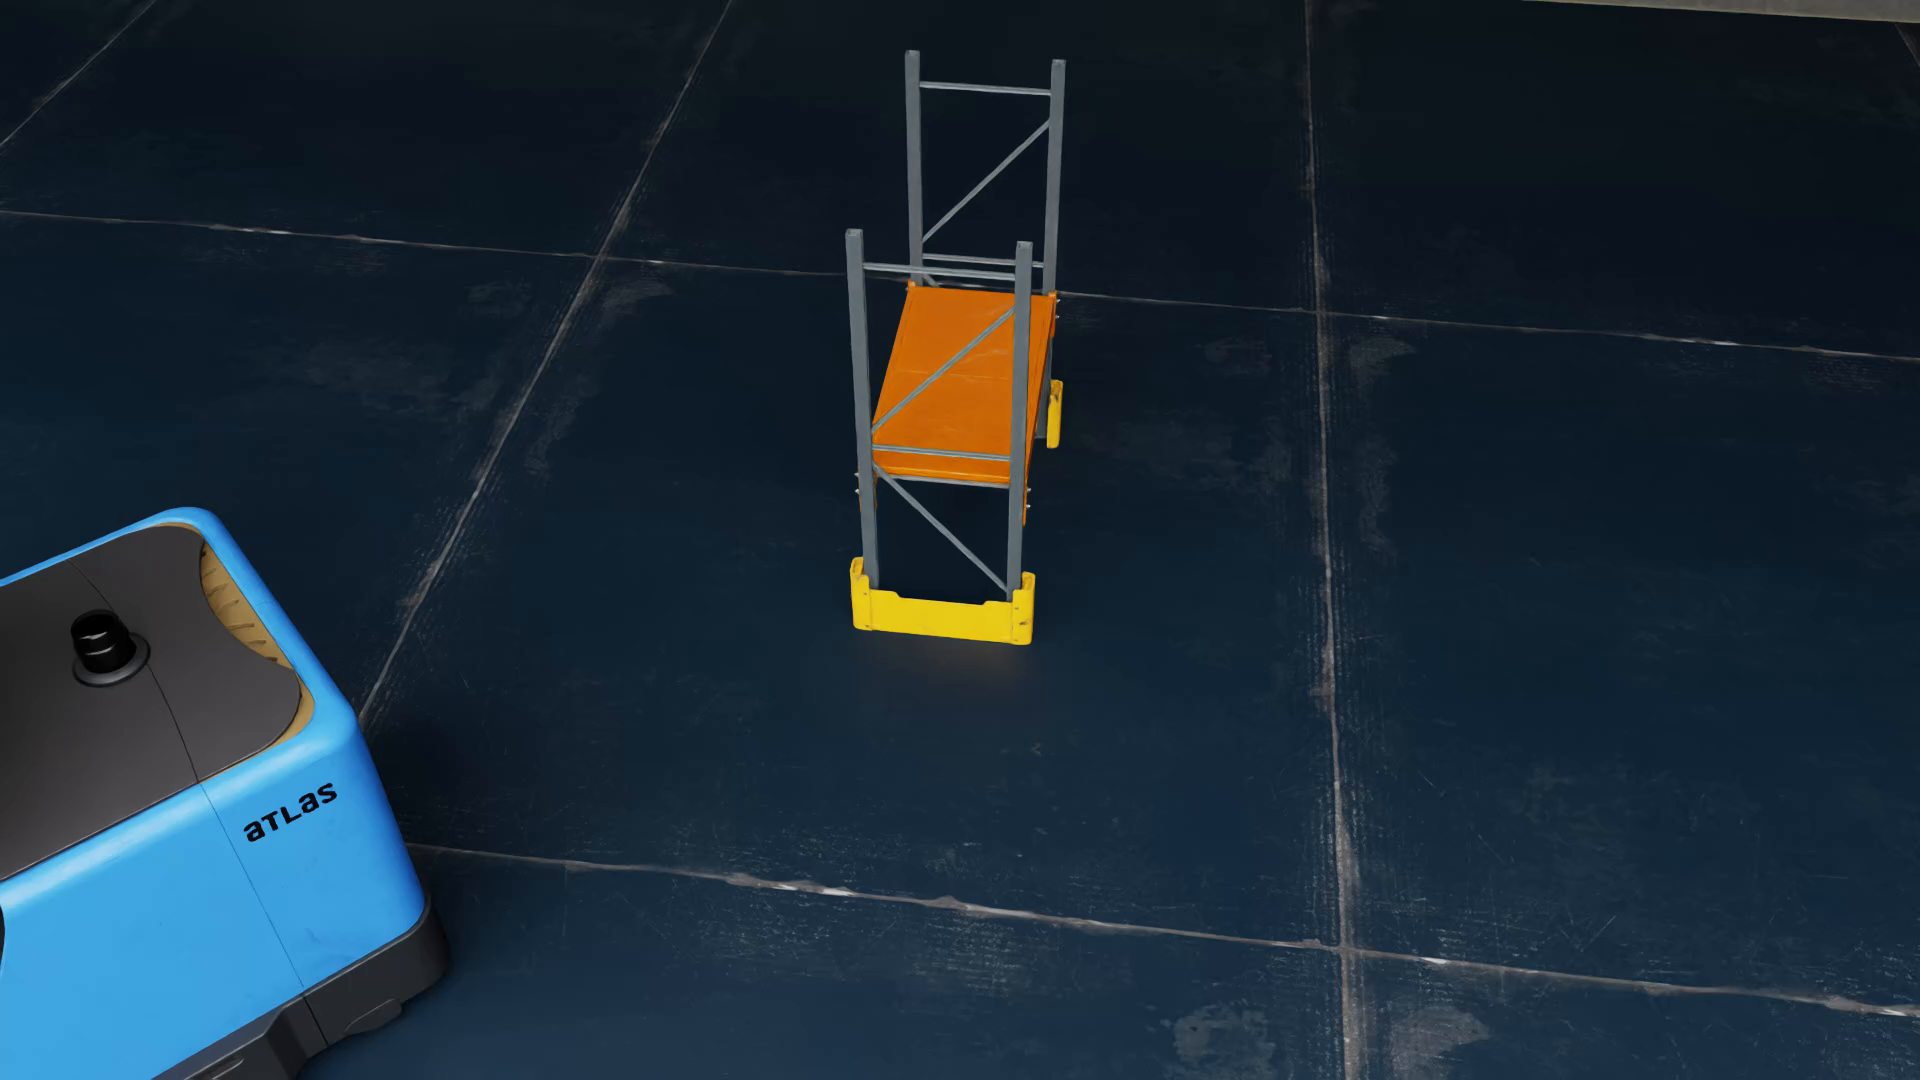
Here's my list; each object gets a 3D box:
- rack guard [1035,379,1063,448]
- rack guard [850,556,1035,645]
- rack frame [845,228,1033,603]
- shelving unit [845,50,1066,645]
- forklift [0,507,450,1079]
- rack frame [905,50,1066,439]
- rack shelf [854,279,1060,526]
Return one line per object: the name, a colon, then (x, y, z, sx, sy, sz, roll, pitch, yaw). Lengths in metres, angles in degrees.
rack guard: (0.076, -0.482, 6.077, 0.587, 0.250, 0.087, 5, 44, 6)
rack guard: (-0.056, 0.197, 5.360, 0.587, 0.250, 0.087, 5, 44, 6)
rack frame: (-0.056, -0.256, 4.930, 0.500, 1.500, 0.032, 5, 44, 6)
shelving unit: (0.010, -0.597, 5.289, 0.587, 1.500, 1.083, 5, 44, 6)
forklift: (-2.835, 0.495, 3.095, 3.031, 2.935, 1.130, -29, 50, -27)
rack frame: (0.078, -0.949, 5.662, 0.500, 1.500, 0.032, 5, 44, 6)
rack shelf: (0.011, -0.472, 5.419, 0.538, 0.185, 1.000, 5, 44, 6)
